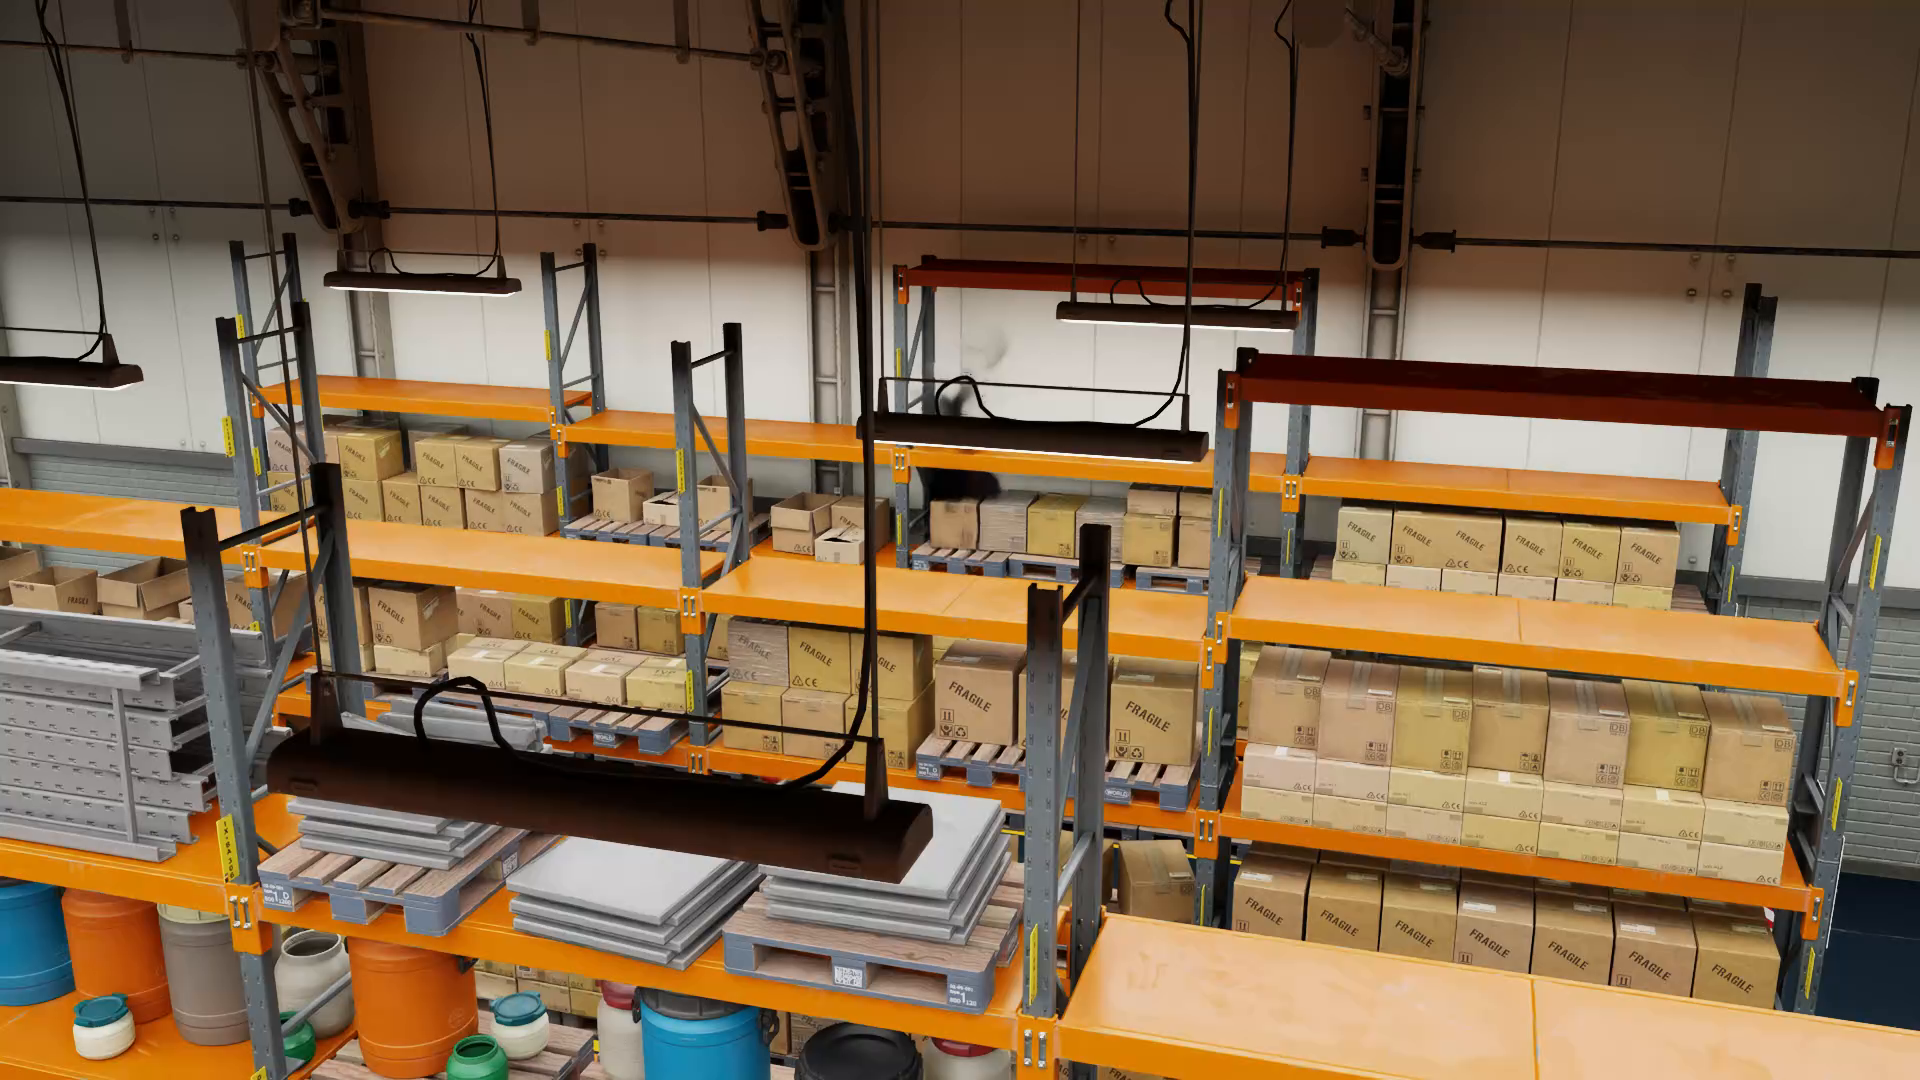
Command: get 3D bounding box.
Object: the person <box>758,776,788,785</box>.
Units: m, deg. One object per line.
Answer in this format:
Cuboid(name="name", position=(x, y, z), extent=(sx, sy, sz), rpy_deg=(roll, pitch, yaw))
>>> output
Cuboid(name="person", position=(-1.777, 2.367, 16.324), extent=(0.675, 1.769, 0.659), rpy_deg=(4, 17, 14))
